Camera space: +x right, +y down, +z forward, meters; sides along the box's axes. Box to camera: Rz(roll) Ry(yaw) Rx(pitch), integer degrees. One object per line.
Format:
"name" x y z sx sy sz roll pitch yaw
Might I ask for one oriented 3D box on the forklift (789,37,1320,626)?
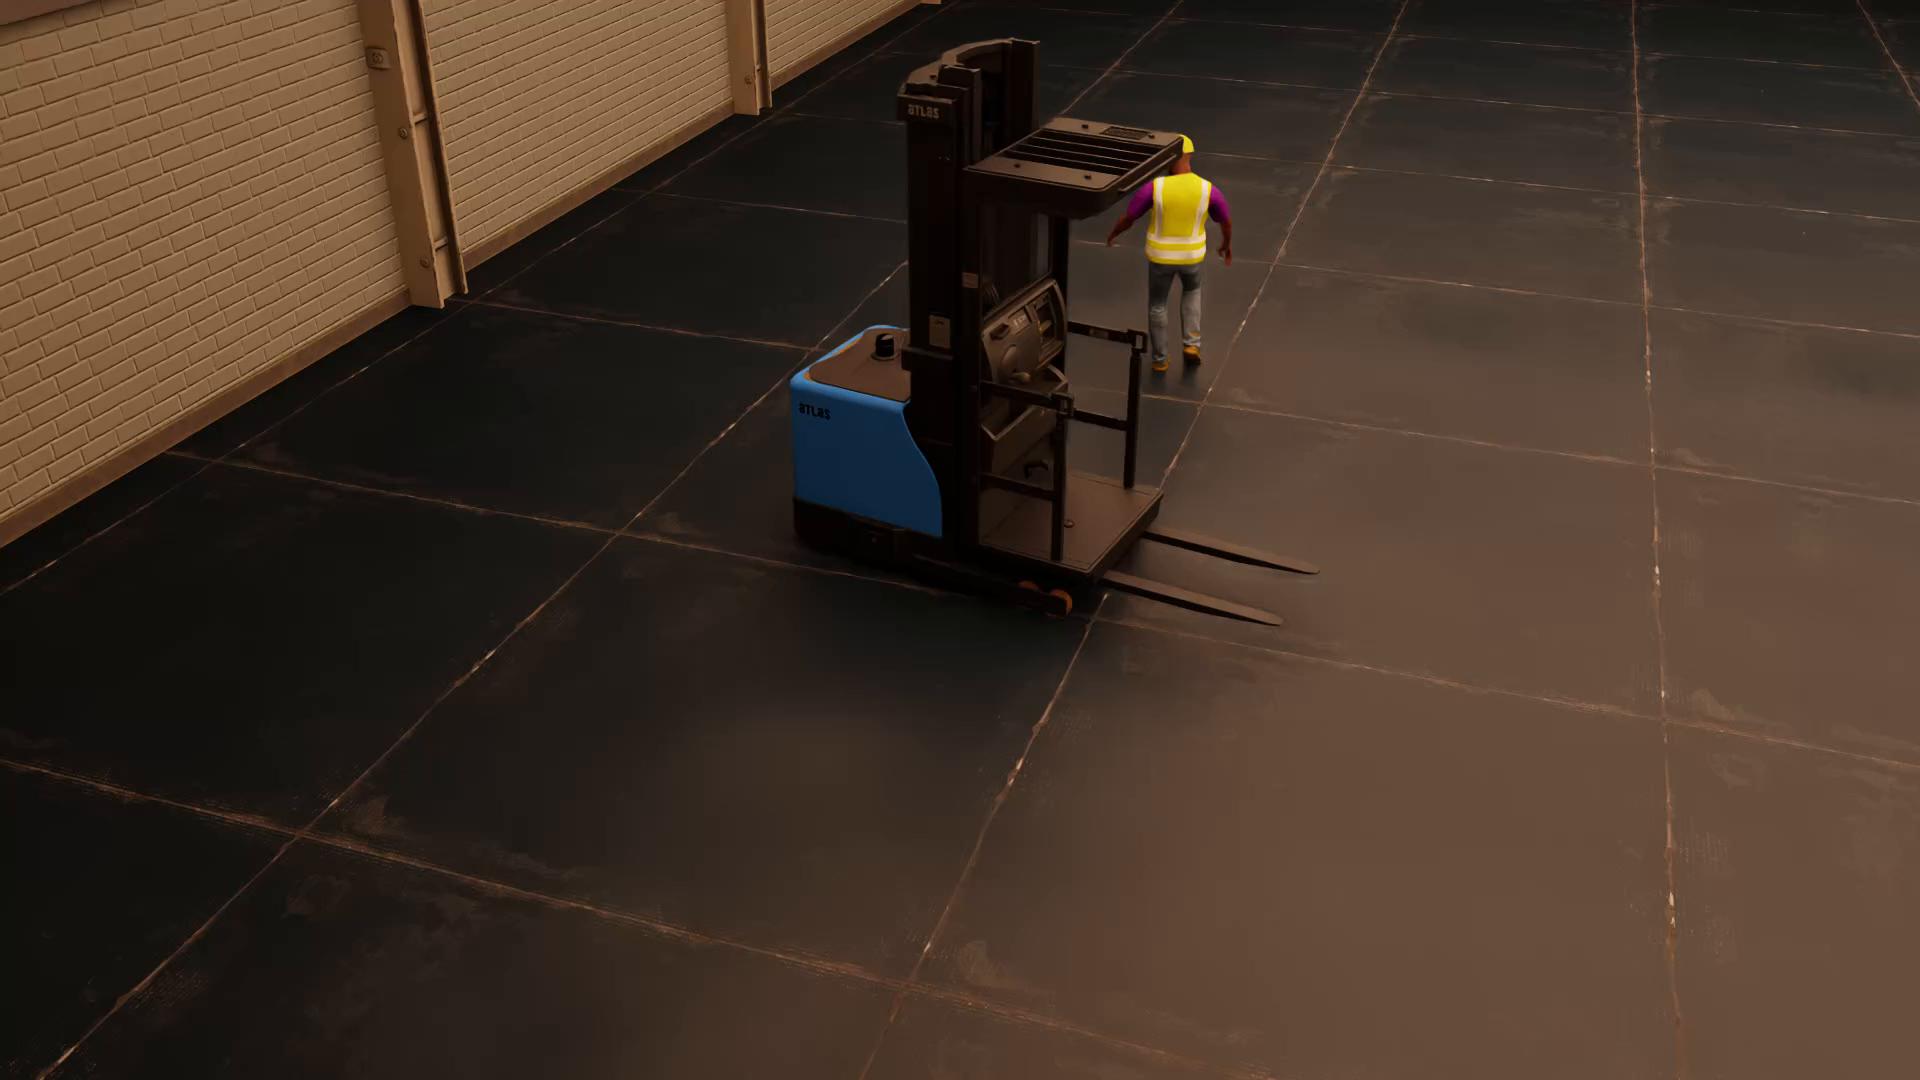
"forklift" 0.538 -1.130 9.119 3.031 2.935 1.130 15 33 25

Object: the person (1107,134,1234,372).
"person" 1.517 -2.059 11.984 0.918 1.774 0.501 2 30 4
